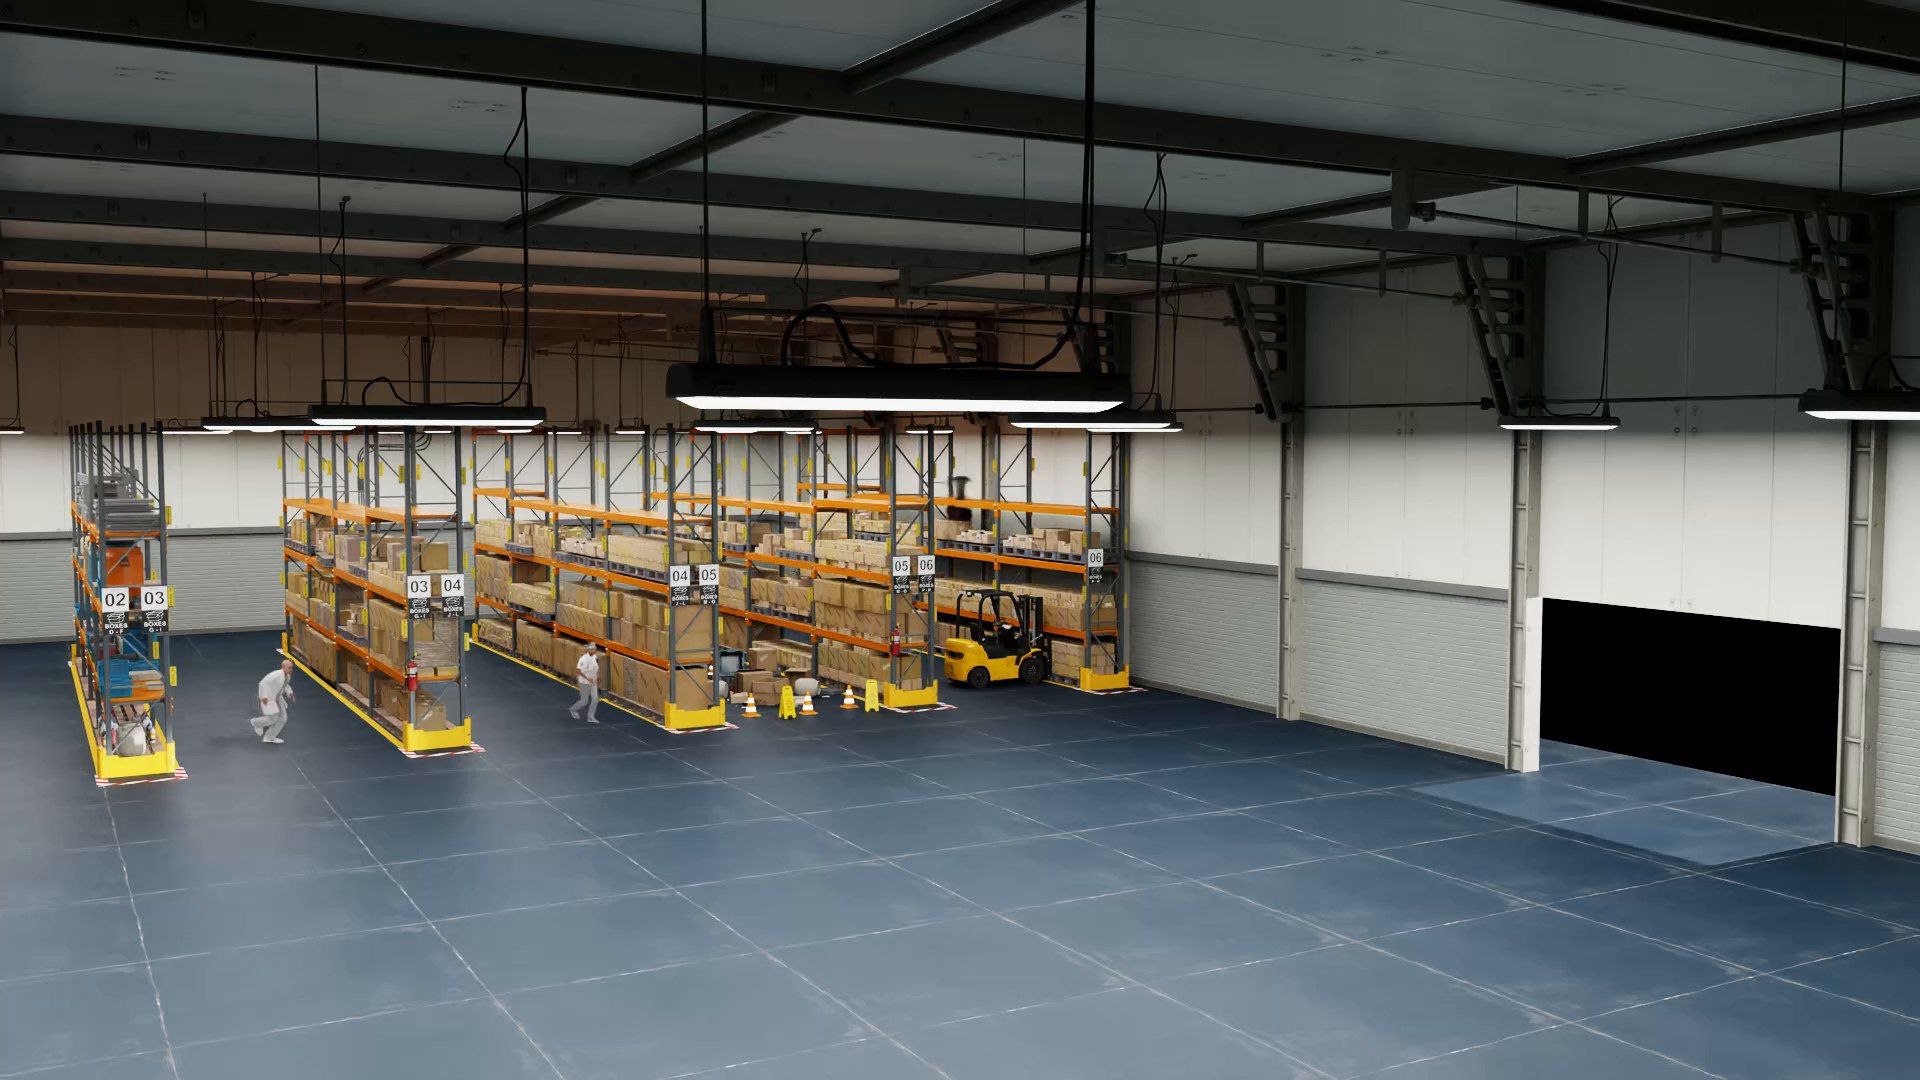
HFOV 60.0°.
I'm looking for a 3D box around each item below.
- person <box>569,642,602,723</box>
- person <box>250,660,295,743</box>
[{"bbox_3d":[-7.533,2.848,33.381,0.753,1.647,0.573,3,4,36],"label":"person"},{"bbox_3d":[-12.888,3.020,31.089,0.954,1.584,0.731,1,4,18],"label":"person"}]
